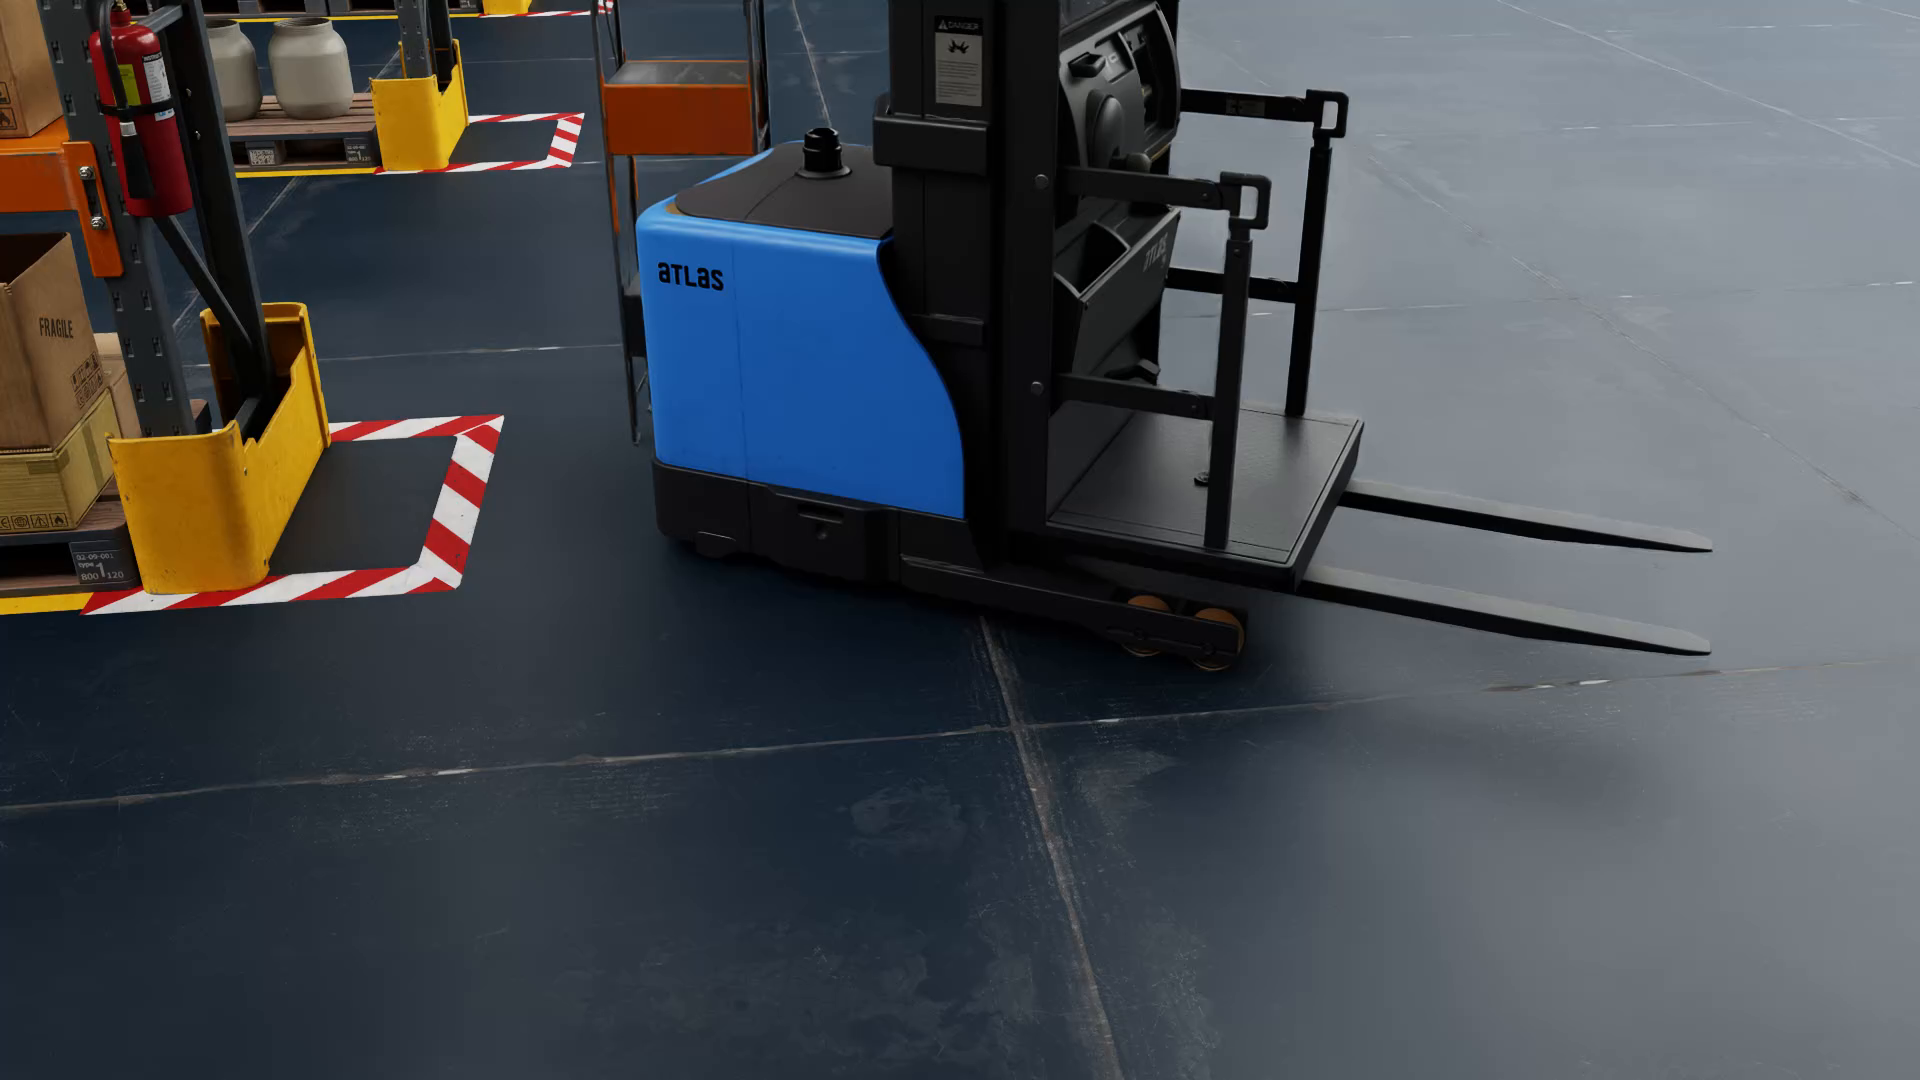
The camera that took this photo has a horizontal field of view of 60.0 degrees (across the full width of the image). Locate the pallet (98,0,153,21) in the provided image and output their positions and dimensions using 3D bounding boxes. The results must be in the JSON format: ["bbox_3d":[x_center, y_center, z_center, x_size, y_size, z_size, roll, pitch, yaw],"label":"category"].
[{"bbox_3d":[-7.045,-4.482,13.754,1.213,0.211,1.003,-4,27,-7],"label":"pallet"}]

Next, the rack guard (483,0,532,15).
[{"bbox_3d":[-3.819,-4.802,14.060,0.348,0.500,1.175,-4,27,-7],"label":"rack guard"}]

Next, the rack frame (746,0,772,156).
[{"bbox_3d":[-0.665,-1.359,5.599,0.015,2.100,0.400,0,27,0],"label":"rack frame"}]

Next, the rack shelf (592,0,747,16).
[{"bbox_3d":[-0.909,-1.970,5.285,0.480,0.518,0.431,0,27,0],"label":"rack shelf"}]

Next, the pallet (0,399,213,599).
[{"bbox_3d":[-3.119,-0.132,5.276,1.213,0.211,1.003,-4,27,-7],"label":"pallet"}]

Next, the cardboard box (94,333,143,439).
[{"bbox_3d":[-2.930,-0.470,5.432,0.500,0.250,0.500,-4,27,-7],"label":"cardboard box"}]

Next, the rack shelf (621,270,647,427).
[{"bbox_3d":[-0.909,-0.724,5.925,0.480,0.518,0.431,0,27,0],"label":"rack shelf"}]

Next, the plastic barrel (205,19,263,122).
[{"bbox_3d":[-4.191,-2.651,9.396,0.421,0.512,0.421,0,27,0],"label":"plastic barrel"}]

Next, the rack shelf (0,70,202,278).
[{"bbox_3d":[-4.348,-0.993,4.687,4.000,0.370,1.077,-4,27,-7],"label":"rack shelf"}]

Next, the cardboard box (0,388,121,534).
[{"bbox_3d":[-2.857,-0.236,4.976,0.500,0.250,0.500,-4,27,-7],"label":"cardboard box"}]

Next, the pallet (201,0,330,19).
[{"bbox_3d":[-5.834,-4.561,13.908,1.213,0.211,1.003,-4,27,-7],"label":"pallet"}]

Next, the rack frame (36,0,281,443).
[{"bbox_3d":[-2.367,-1.440,4.771,0.127,3.000,1.000,-4,27,-7],"label":"rack frame"}]

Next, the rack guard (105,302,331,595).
[{"bbox_3d":[-2.344,-0.329,5.344,0.348,0.500,1.175,-4,27,-7],"label":"rack guard"}]

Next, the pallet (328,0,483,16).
[{"bbox_3d":[-4.629,-4.637,14.057,1.213,0.211,1.003,-4,27,-7],"label":"pallet"}]

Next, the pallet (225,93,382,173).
[{"bbox_3d":[-3.928,-2.364,9.625,1.213,0.211,1.003,-4,27,-7],"label":"pallet"}]

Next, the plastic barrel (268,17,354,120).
[{"bbox_3d":[-3.695,-2.683,9.459,0.421,0.512,0.421,0,27,0],"label":"plastic barrel"}]

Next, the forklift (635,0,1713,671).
[{"bbox_3d":[0.624,-1.222,4.421,3.031,2.935,1.130,11,29,20],"label":"forklift"}]

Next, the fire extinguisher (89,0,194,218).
[{"bbox_3d":[-2.186,-1.203,4.394,0.183,0.674,0.296,-4,27,-7],"label":"fire extinguisher"}]

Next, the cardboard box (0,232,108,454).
[{"bbox_3d":[-2.857,-0.569,4.803,0.500,0.500,0.500,-4,27,-7],"label":"cardboard box"}]

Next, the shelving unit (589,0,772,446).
[{"bbox_3d":[-0.909,-1.359,5.599,0.503,2.100,0.431,0,27,0],"label":"shelving unit"}]

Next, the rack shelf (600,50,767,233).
[{"bbox_3d":[-0.909,-1.347,5.605,0.480,0.518,0.431,0,27,0],"label":"rack shelf"}]

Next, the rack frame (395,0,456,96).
[{"bbox_3d":[-3.054,-3.680,9.135,0.127,3.000,1.000,-4,27,-7],"label":"rack frame"}]

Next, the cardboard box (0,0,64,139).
[{"bbox_3d":[-2.832,-1.461,4.701,0.500,0.500,0.700,-4,27,-7],"label":"cardboard box"}]

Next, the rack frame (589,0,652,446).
[{"bbox_3d":[-1.153,-1.359,5.599,0.015,2.100,0.400,0,27,0],"label":"rack frame"}]

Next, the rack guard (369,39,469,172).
[{"bbox_3d":[-3.123,-2.541,9.655,0.348,0.500,1.175,-4,27,-7],"label":"rack guard"}]
